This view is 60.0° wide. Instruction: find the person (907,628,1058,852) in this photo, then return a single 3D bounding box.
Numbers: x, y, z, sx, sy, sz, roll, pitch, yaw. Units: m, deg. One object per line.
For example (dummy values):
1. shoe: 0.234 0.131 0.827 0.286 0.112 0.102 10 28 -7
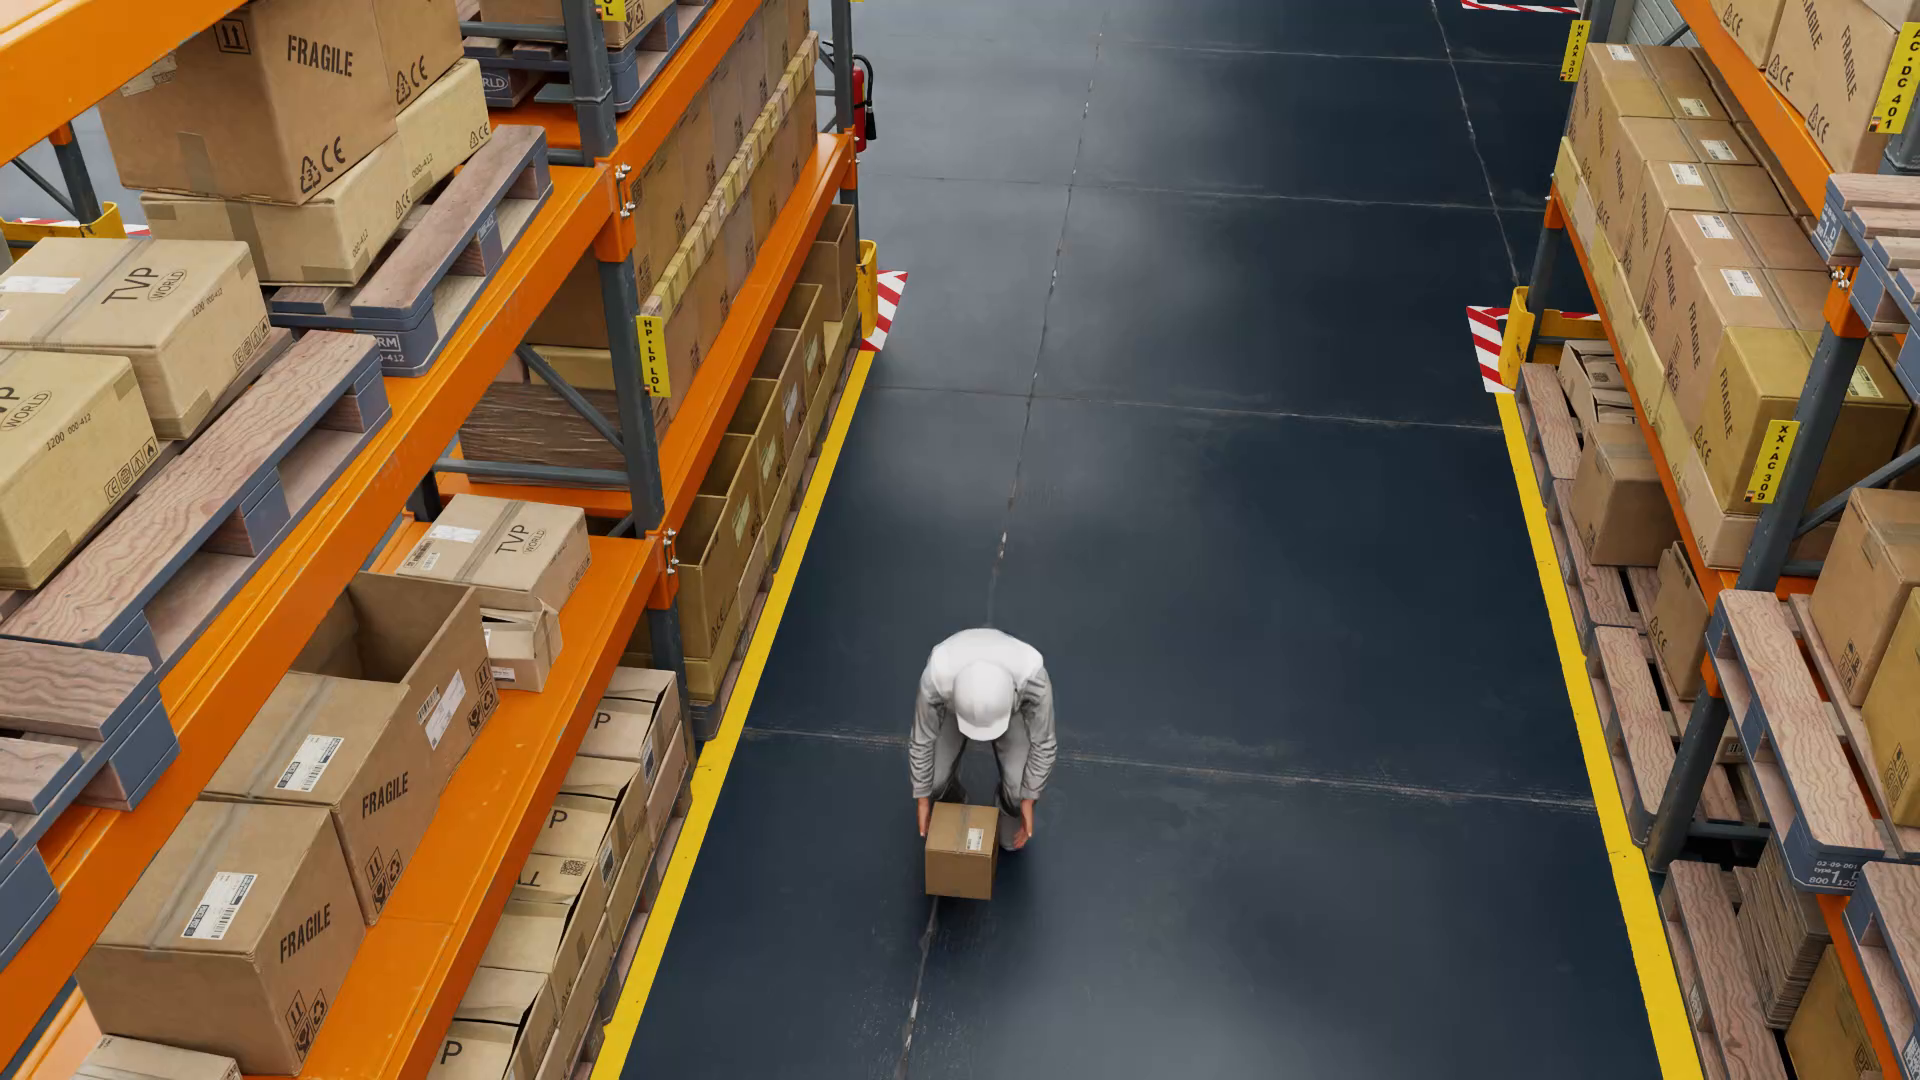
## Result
1. person: 0.104 0.751 6.476 0.570 1.196 0.850 4 36 6
